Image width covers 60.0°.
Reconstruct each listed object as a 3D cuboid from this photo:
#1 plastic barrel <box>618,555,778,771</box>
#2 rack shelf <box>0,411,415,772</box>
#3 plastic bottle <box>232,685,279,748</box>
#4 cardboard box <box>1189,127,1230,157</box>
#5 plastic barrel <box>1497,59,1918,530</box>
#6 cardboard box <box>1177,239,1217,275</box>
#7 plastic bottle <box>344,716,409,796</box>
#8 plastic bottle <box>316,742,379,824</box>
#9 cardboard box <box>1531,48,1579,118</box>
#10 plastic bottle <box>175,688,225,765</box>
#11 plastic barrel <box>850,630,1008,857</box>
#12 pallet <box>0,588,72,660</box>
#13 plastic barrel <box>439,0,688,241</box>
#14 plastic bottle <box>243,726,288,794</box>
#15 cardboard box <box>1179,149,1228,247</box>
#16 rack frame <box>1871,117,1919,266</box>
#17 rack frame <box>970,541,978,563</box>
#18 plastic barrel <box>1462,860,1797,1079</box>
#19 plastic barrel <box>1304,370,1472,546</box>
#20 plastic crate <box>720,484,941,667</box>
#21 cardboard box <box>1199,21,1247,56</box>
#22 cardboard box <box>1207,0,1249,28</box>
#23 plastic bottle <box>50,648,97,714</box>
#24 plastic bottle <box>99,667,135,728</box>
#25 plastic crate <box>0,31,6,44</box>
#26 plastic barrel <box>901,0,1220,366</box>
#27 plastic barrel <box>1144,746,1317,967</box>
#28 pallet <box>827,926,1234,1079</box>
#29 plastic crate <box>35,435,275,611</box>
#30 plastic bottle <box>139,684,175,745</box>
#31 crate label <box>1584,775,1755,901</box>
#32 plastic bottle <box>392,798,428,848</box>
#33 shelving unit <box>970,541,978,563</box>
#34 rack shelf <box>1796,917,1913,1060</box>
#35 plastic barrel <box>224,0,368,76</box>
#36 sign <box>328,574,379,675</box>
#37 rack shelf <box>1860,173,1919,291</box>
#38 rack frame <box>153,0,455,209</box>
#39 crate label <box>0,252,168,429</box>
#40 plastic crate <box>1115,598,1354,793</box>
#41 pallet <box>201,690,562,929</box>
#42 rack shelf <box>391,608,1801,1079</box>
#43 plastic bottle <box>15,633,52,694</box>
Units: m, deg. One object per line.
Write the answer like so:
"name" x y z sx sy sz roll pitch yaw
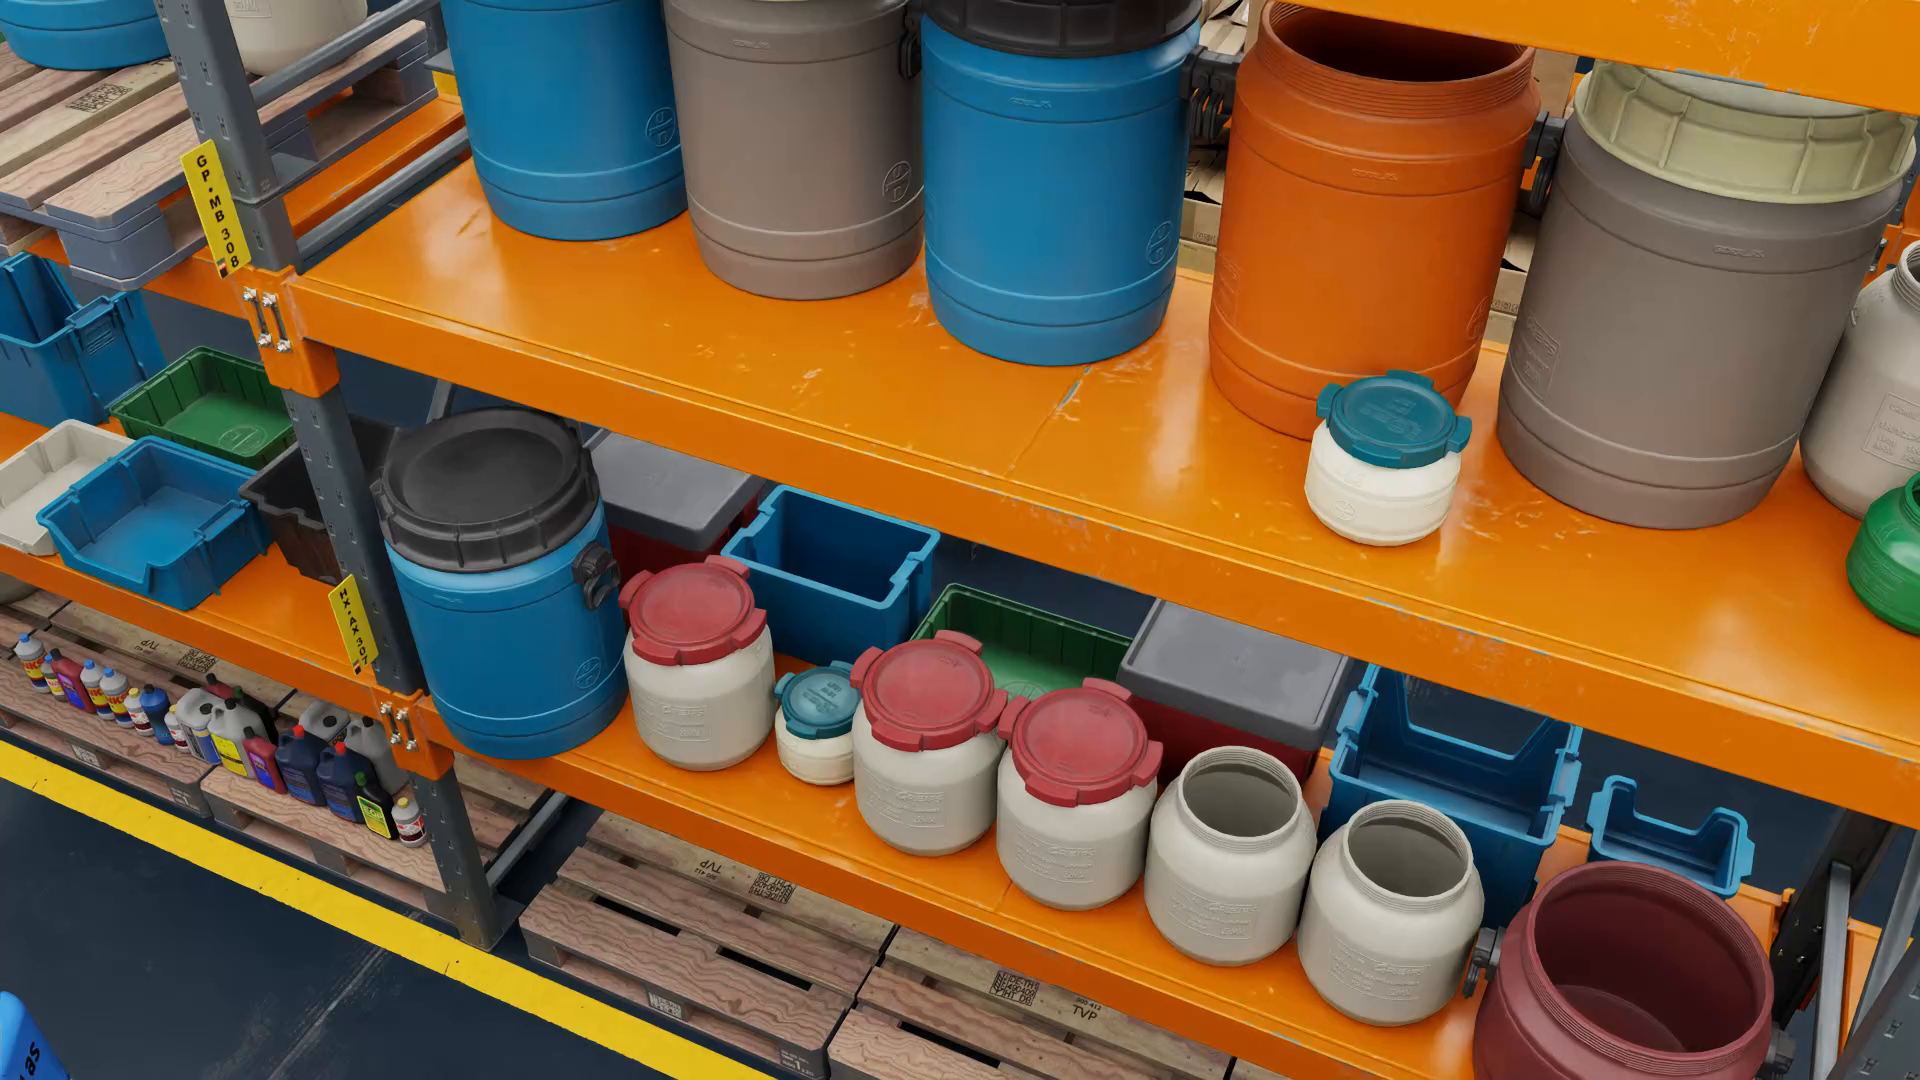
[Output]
"plastic barrel" -0.749 0.374 4.808 0.433 0.535 0.433 0 41 0
"rack shelf" -3.335 -0.252 6.183 4.000 0.370 1.077 17 44 19
"plastic bottle" -2.675 0.673 6.305 0.133 0.283 0.061 17 44 19
"cardboard box" 1.537 -2.158 9.184 0.500 0.311 0.500 18 44 20
"plastic barrel" 1.450 -0.541 3.295 0.600 0.901 0.600 0 41 0
"cardboard box" 1.298 -1.627 9.000 0.500 0.250 0.500 18 44 20
"plastic bottle" -2.167 0.772 6.139 0.185 0.351 0.144 17 44 19
"plastic bottle" -2.228 0.858 6.041 0.185 0.351 0.144 16 43 18
"cardboard box" 2.672 -2.294 7.914 0.500 0.500 0.500 15 43 16
"plastic bottle" -2.840 0.696 6.284 0.135 0.276 0.152 18 44 19
"plastic barrel" -0.084 0.577 4.574 0.433 0.535 0.433 0 41 0
"pallet" -4.325 0.198 7.245 1.213 0.211 1.003 17 44 19
"plastic barrel" -0.970 -1.280 4.148 0.708 0.901 0.600 17 44 19
"plastic bottle" -2.567 0.810 6.147 0.133 0.283 0.061 20 45 21
"cardboard box" 1.295 -1.836 8.813 0.500 0.311 0.500 17 44 18
"rack frame" 4.200 -1.801 7.421 0.127 3.000 1.000 17 44 19
"rack frame" 0.099 -0.310 7.304 0.006 0.900 0.240 17 44 19
"plastic barrel" 1.553 1.138 3.927 0.708 0.536 0.600 17 44 19
"plastic barrel" 0.851 -0.157 3.340 0.301 0.262 0.301 0 41 0
"plastic crate" -0.392 0.157 5.174 0.575 0.384 0.392 17 44 19
"cardboard box" 1.291 -2.447 8.359 0.250 0.149 0.380 17 44 19
"cardboard box" 1.449 -2.723 8.588 0.258 0.266 0.396 16 43 18
"plastic bottle" -3.439 0.544 6.455 0.133 0.283 0.061 18 44 19
"plastic bottle" -3.235 0.597 6.402 0.097 0.271 0.097 0 41 0
"plastic crate" -2.838 -1.621 5.086 0.450 0.188 0.336 17 44 19
"plastic barrel" 0.215 -0.918 3.730 0.708 0.901 0.600 17 44 19
"plastic barrel" 0.698 0.821 4.311 0.421 0.512 0.421 0 41 0
"pallet" 0.315 1.616 5.609 1.213 0.211 1.003 17 44 19
"plastic crate" -2.641 -0.059 5.525 0.616 0.251 0.499 17 44 19
"plastic bottle" -3.052 0.653 6.337 0.097 0.271 0.097 0 41 0
"crate label" 1.879 0.862 4.477 0.416 0.233 0.303 17 44 19
"plastic bottle" -1.983 1.006 5.984 0.097 0.201 0.097 0 41 0
"shelving unit" 0.007 -0.338 7.337 0.210 0.900 0.258 17 44 19
"rack shelf" 3.915 1.964 3.627 4.000 0.370 1.077 17 44 19
"plastic barrel" -1.830 -1.540 4.424 0.421 0.512 0.421 0 41 0
"sign" -1.765 0.249 4.845 0.005 0.325 0.100 17 44 19
"rack shelf" 6.012 -0.975 7.018 4.000 0.370 1.077 17 44 19
"rack frame" -1.523 -2.237 3.344 0.127 3.000 1.000 17 44 19
"crate label" -3.365 -0.741 6.172 0.616 0.435 0.502 17 44 19
"plastic crate" 0.767 0.485 4.736 0.583 0.464 0.402 17 44 19
"pallet" -2.114 0.873 6.465 1.213 0.211 1.003 17 44 19
"rack shelf" 0.290 0.856 4.905 4.000 0.370 1.077 17 44 19
"plastic bottle" -3.636 0.475 6.543 0.097 0.271 0.097 0 41 0
